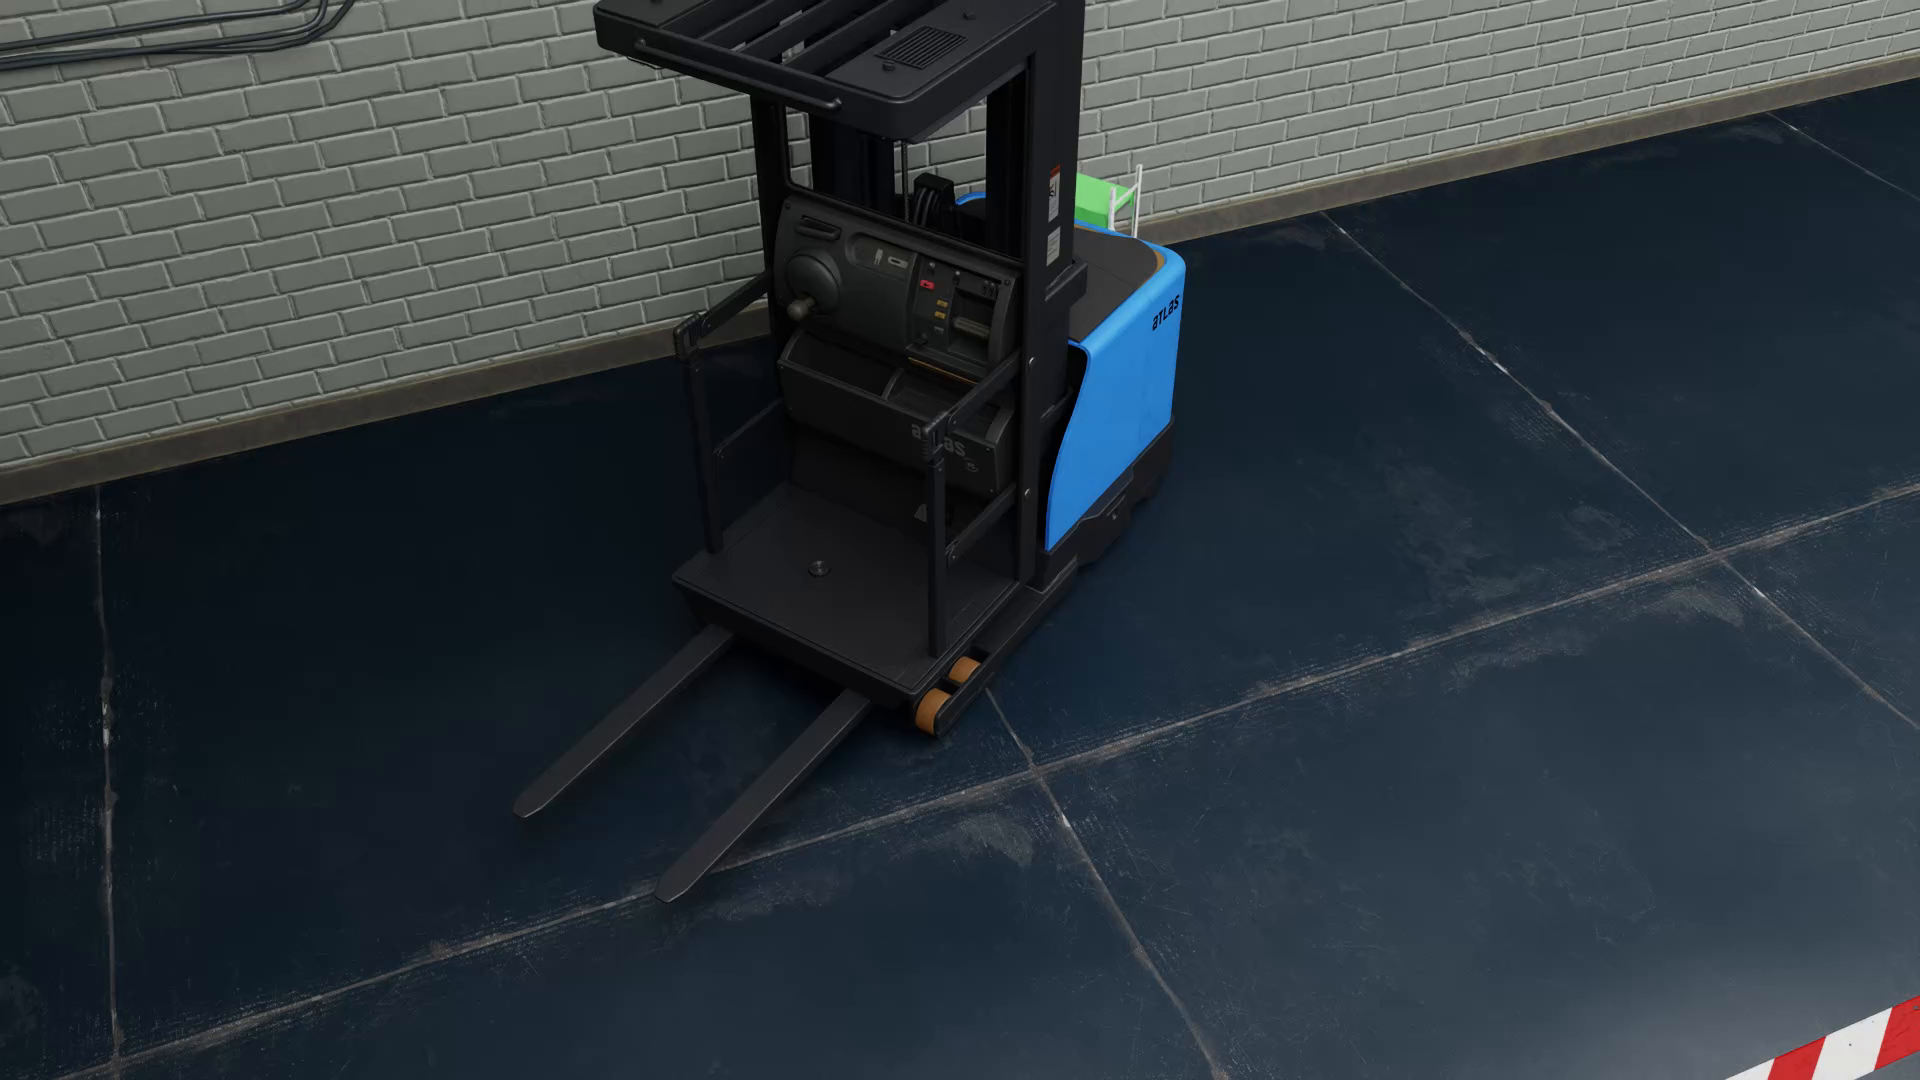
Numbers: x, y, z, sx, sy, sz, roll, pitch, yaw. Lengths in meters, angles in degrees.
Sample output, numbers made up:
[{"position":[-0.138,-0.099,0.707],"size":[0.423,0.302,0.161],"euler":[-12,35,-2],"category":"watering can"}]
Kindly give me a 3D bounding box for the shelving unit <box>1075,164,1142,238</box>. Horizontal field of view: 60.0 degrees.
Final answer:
[{"position":[0.454,-1.069,7.073],"size":[0.503,1.200,0.258],"euler":[23,46,24],"category":"shelving unit"}]

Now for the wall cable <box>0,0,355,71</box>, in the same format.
[{"position":[-3.605,-2.473,5.105],"size":[3.097,2.526,0.112],"euler":[-15,43,-17],"category":"wall cable"}]

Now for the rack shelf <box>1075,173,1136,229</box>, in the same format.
[{"position":[0.454,-1.385,6.802],"size":[0.480,0.148,0.258],"euler":[23,46,24],"category":"rack shelf"}]

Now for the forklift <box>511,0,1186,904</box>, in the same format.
[{"position":[-0.346,-0.769,5.396],"size":[1.130,2.935,3.031],"euler":[23,46,25],"category":"forklift"}]

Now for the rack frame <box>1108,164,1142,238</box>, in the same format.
[{"position":[0.659,-0.983,6.973],"size":[0.015,1.200,0.240],"euler":[23,46,24],"category":"rack frame"}]
